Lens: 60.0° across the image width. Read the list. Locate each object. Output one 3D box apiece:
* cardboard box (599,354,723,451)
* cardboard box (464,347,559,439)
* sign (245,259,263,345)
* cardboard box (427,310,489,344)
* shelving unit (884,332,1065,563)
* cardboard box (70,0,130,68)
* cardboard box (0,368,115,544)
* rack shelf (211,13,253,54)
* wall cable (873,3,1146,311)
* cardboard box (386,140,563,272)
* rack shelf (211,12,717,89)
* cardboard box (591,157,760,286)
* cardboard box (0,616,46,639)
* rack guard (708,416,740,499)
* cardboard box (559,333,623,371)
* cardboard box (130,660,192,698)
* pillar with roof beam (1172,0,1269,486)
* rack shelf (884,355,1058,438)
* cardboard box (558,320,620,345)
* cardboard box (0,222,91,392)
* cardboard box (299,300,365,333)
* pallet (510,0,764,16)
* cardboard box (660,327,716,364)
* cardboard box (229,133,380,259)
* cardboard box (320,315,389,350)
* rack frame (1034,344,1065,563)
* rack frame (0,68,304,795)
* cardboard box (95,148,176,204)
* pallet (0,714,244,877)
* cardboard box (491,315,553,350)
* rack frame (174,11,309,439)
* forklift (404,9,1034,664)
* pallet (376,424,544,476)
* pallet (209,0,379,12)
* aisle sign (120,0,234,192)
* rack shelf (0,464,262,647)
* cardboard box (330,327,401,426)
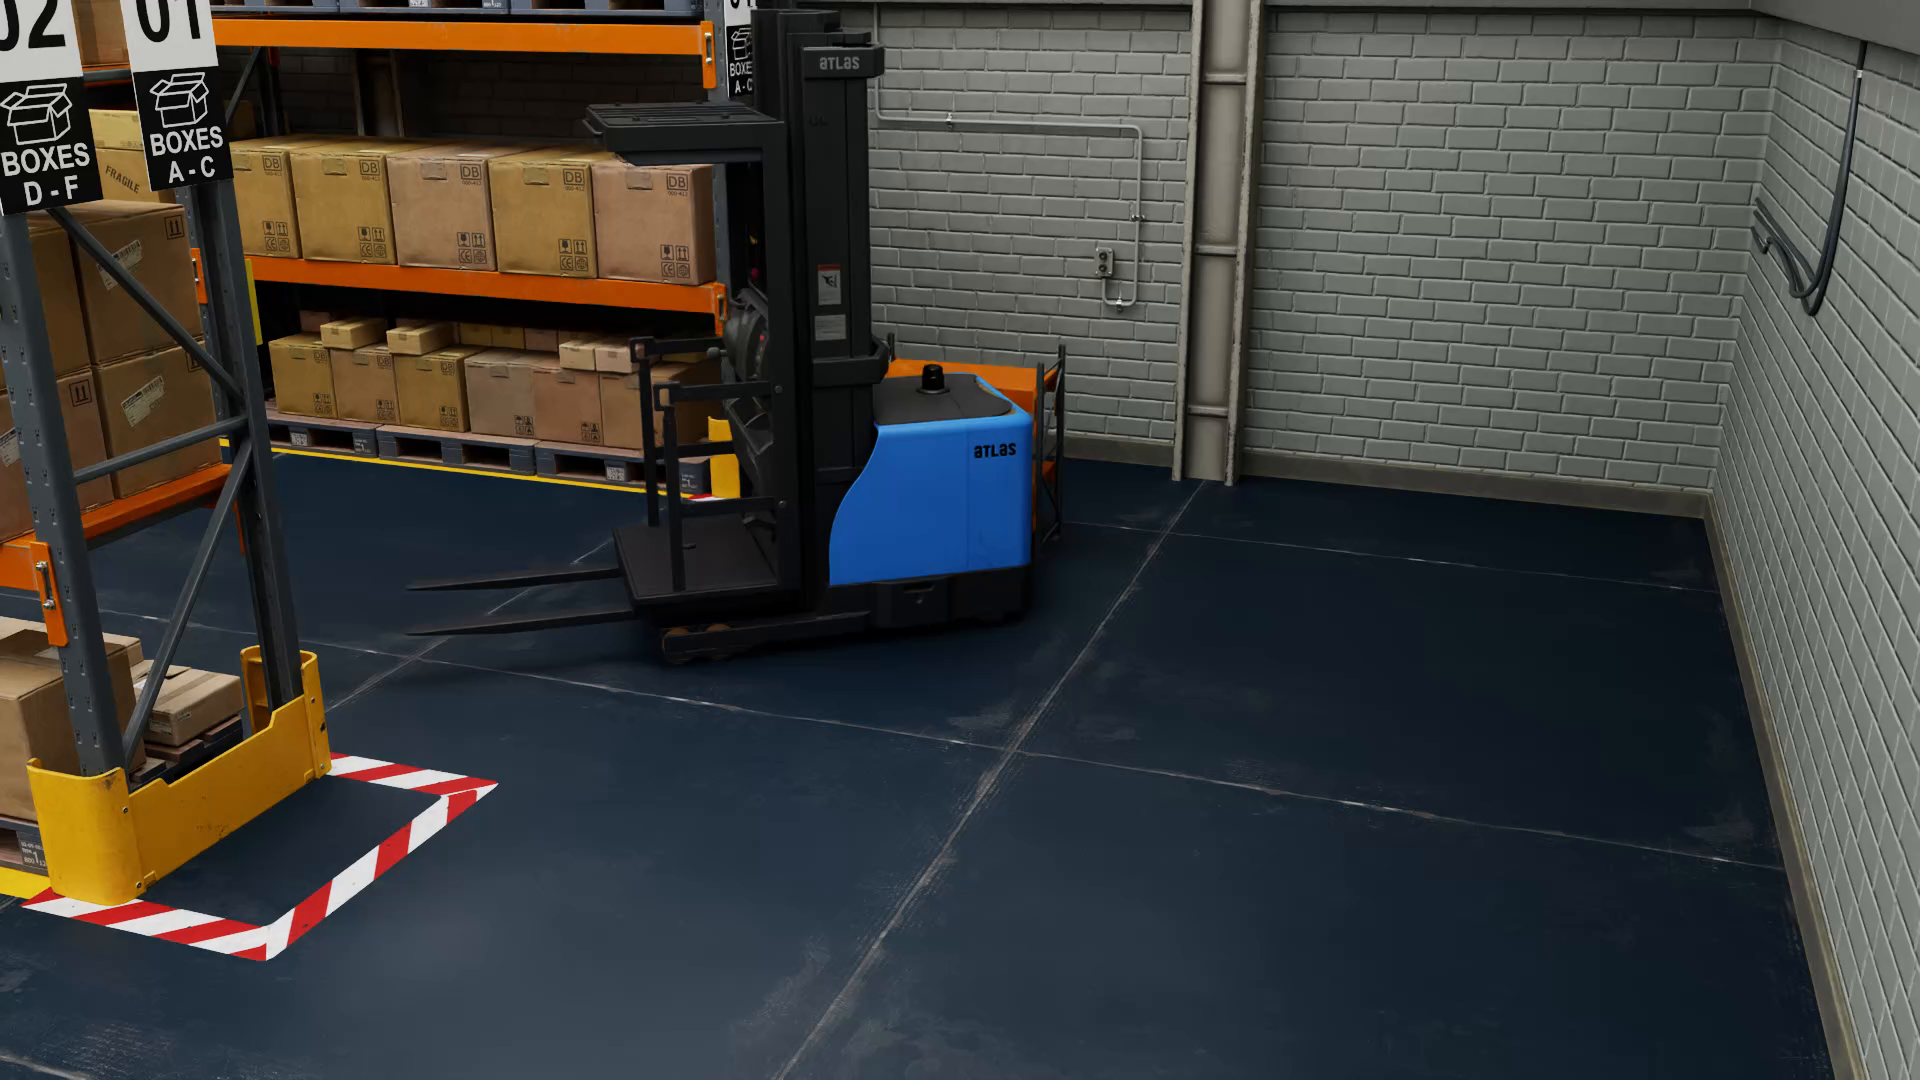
[{"bbox_3d":[-1.930,-0.913,10.799,0.500,0.500,0.700,7,20,18],"label":"cardboard box"},{"bbox_3d":[-2.878,-1.021,11.109,0.500,0.500,0.700,6,20,16],"label":"cardboard box"},{"bbox_3d":[-2.680,-0.888,6.250,0.005,0.325,0.100,7,20,18],"label":"sign"},{"bbox_3d":[-3.428,-1.460,11.381,0.250,0.149,0.380,7,20,19],"label":"cardboard box"},{"bbox_3d":[0.015,-0.536,9.404,1.048,1.125,0.538,6,20,17],"label":"shelving unit"},{"bbox_3d":[-3.260,-1.790,5.826,0.500,0.250,0.500,7,20,18],"label":"cardboard box"},{"bbox_3d":[-3.370,-0.321,5.788,0.500,0.500,0.500,7,20,20],"label":"cardboard box"},{"bbox_3d":[-6.904,-3.576,11.813,4.000,0.370,1.077,7,20,18],"label":"rack shelf"},{"bbox_3d":[0.284,-2.486,10.608,1.851,1.984,0.084,7,20,18],"label":"wall cable"},{"bbox_3d":[-3.129,-2.205,10.888,0.700,0.700,0.980,6,20,15],"label":"cardboard box"},{"bbox_3d":[-3.125,-3.144,10.573,4.000,0.370,1.077,7,20,18],"label":"rack shelf"},{"bbox_3d":[-1.721,-2.044,10.428,0.700,0.700,0.980,7,21,21],"label":"cardboard box"},{"bbox_3d":[-4.223,0.526,7.020,0.500,0.250,0.500,7,20,18],"label":"cardboard box"},{"bbox_3d":[-1.213,-0.668,10.733,0.348,0.500,1.175,7,20,18],"label":"rack guard"},{"bbox_3d":[-2.353,-1.204,10.648,0.250,0.149,0.380,7,20,20],"label":"cardboard box"},{"bbox_3d":[-3.377,0.641,6.817,0.250,0.166,0.380,7,20,18],"label":"cardboard box"},{"bbox_3d":[0.186,-3.322,5.436,0.400,9.000,9.100,7,20,18],"label":"pillar with roof beam"},{"bbox_3d":[0.015,-0.812,9.308,1.000,0.278,0.538,6,20,17],"label":"rack shelf"},{"bbox_3d":[-2.461,-1.350,11.066,0.250,0.149,0.380,7,20,19],"label":"cardboard box"},{"bbox_3d":[-3.369,-0.792,5.620,0.500,0.500,0.500,6,20,18],"label":"cardboard box"},{"bbox_3d":[-4.413,-1.572,11.703,0.250,0.149,0.380,6,20,18],"label":"cardboard box"},{"bbox_3d":[-1.940,-3.302,10.070,1.213,0.211,1.003,7,20,18],"label":"pallet"},{"bbox_3d":[-1.746,-1.268,10.832,0.250,0.149,0.380,7,20,18],"label":"cardboard box"},{"bbox_3d":[-4.507,-2.361,11.336,0.700,0.700,0.980,7,20,19],"label":"cardboard box"},{"bbox_3d":[-4.078,-1.401,11.212,0.250,0.149,0.380,7,20,20],"label":"cardboard box"},{"bbox_3d":[0.499,-0.485,9.258,0.032,1.125,0.500,6,20,17],"label":"rack frame"},{"bbox_3d":[-2.858,-0.310,5.909,0.127,3.000,1.000,7,20,18],"label":"rack frame"},{"bbox_3d":[-5.533,-2.451,11.418,0.500,0.500,0.500,6,20,17],"label":"cardboard box"},{"bbox_3d":[-3.683,0.913,6.638,1.213,0.211,1.003,7,20,18],"label":"pallet"},{"bbox_3d":[-2.944,-1.405,11.223,0.250,0.149,0.380,7,20,19],"label":"cardboard box"},{"bbox_3d":[-5.014,-2.283,11.568,0.127,3.000,1.000,7,20,18],"label":"rack frame"},{"bbox_3d":[-1.206,-0.989,7.960,3.031,2.935,1.130,-6,20,-16],"label":"forklift"},{"bbox_3d":[-3.165,-0.728,11.345,1.213,0.211,1.003,7,20,18],"label":"pallet"},{"bbox_3d":[-4.245,-3.566,10.826,1.213,0.211,1.003,7,20,18],"label":"pallet"},{"bbox_3d":[-2.697,-1.622,5.722,0.004,0.787,0.394,7,20,18],"label":"aisle sign"},{"bbox_3d":[-4.747,-0.187,6.647,4.000,0.370,1.077,7,20,18],"label":"rack shelf"},{"bbox_3d":[-3.868,-1.133,11.429,0.500,0.500,0.700,6,20,18],"label":"cardboard box"}]
